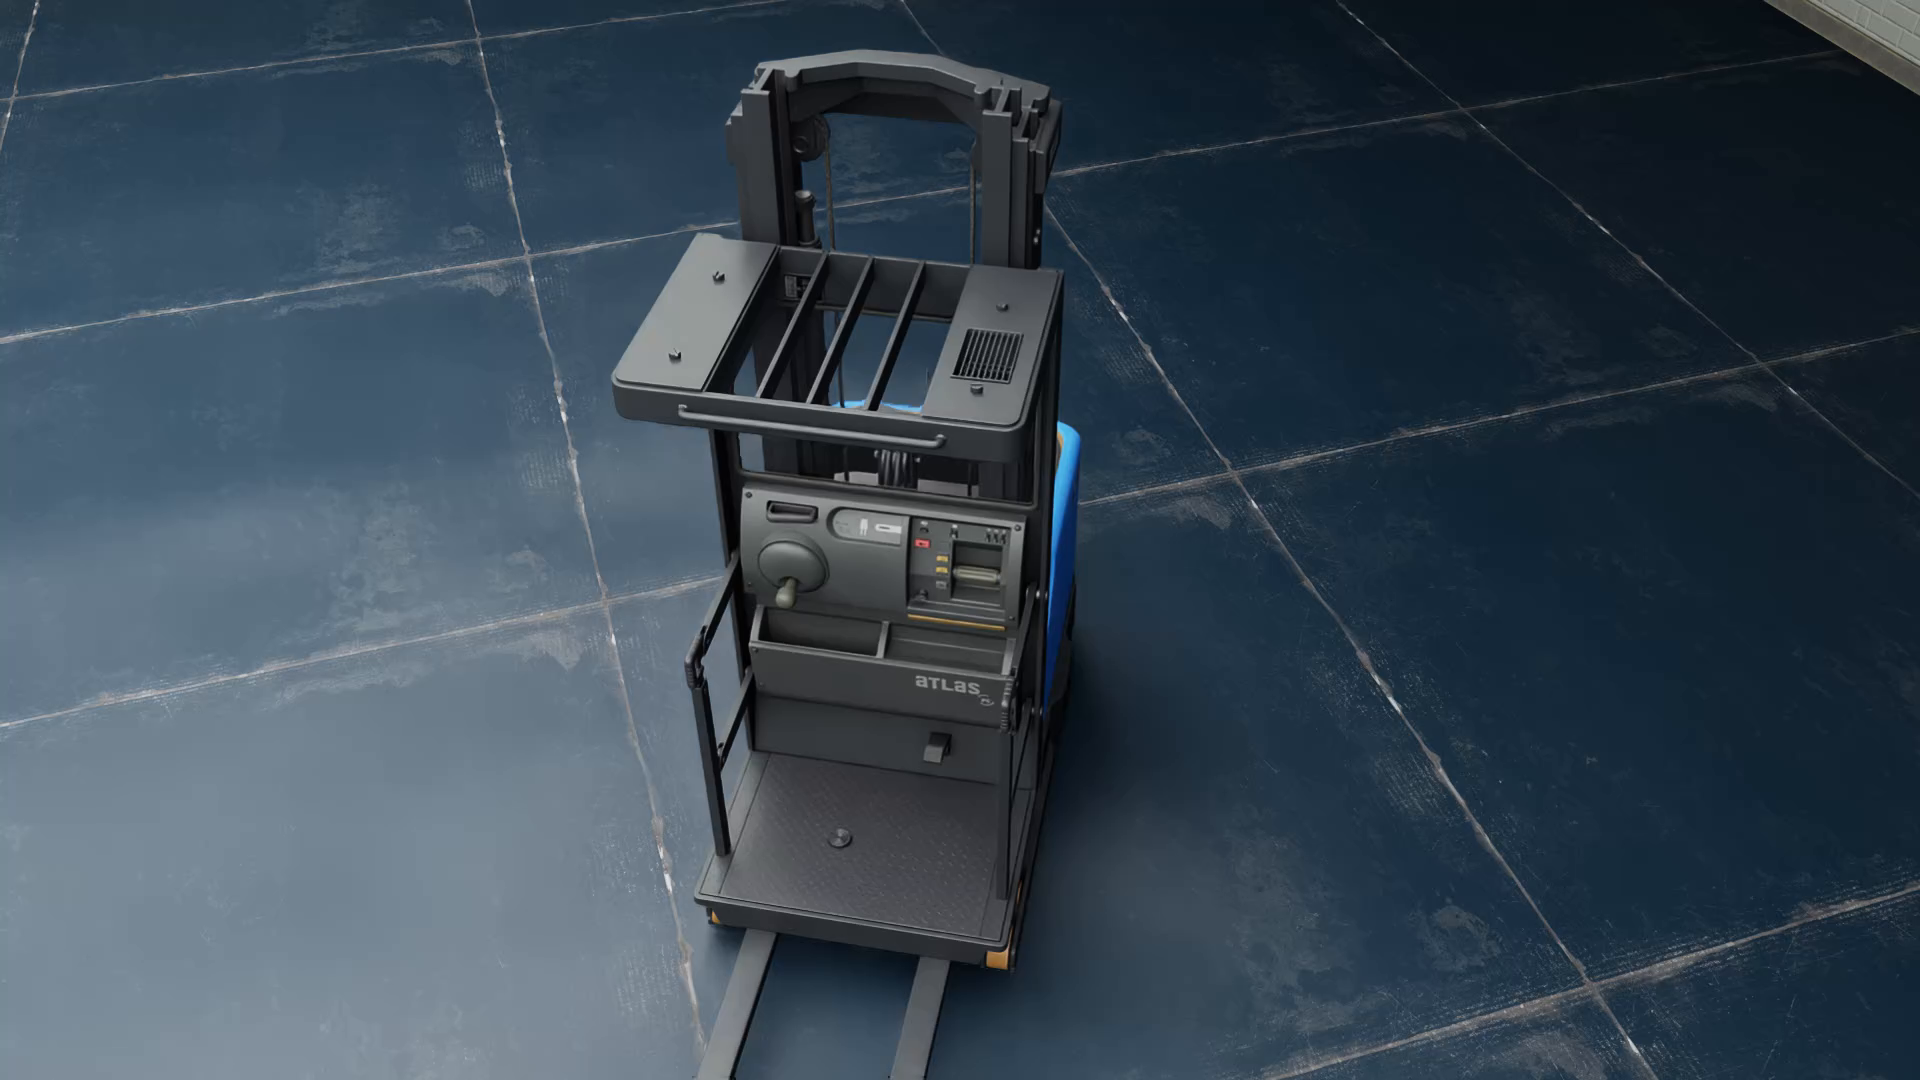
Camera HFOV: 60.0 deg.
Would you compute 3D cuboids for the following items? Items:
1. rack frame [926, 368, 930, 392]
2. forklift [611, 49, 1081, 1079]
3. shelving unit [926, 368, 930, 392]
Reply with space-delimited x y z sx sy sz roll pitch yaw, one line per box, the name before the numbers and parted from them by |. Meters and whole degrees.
rack frame | -0.105 -0.317 7.279 0.006 0.900 0.240 -12 42 -13
forklift | -0.293 0.141 5.211 1.130 2.935 3.031 7 42 8
shelving unit | -0.008 -0.337 7.302 0.210 0.900 0.258 -12 42 -13
